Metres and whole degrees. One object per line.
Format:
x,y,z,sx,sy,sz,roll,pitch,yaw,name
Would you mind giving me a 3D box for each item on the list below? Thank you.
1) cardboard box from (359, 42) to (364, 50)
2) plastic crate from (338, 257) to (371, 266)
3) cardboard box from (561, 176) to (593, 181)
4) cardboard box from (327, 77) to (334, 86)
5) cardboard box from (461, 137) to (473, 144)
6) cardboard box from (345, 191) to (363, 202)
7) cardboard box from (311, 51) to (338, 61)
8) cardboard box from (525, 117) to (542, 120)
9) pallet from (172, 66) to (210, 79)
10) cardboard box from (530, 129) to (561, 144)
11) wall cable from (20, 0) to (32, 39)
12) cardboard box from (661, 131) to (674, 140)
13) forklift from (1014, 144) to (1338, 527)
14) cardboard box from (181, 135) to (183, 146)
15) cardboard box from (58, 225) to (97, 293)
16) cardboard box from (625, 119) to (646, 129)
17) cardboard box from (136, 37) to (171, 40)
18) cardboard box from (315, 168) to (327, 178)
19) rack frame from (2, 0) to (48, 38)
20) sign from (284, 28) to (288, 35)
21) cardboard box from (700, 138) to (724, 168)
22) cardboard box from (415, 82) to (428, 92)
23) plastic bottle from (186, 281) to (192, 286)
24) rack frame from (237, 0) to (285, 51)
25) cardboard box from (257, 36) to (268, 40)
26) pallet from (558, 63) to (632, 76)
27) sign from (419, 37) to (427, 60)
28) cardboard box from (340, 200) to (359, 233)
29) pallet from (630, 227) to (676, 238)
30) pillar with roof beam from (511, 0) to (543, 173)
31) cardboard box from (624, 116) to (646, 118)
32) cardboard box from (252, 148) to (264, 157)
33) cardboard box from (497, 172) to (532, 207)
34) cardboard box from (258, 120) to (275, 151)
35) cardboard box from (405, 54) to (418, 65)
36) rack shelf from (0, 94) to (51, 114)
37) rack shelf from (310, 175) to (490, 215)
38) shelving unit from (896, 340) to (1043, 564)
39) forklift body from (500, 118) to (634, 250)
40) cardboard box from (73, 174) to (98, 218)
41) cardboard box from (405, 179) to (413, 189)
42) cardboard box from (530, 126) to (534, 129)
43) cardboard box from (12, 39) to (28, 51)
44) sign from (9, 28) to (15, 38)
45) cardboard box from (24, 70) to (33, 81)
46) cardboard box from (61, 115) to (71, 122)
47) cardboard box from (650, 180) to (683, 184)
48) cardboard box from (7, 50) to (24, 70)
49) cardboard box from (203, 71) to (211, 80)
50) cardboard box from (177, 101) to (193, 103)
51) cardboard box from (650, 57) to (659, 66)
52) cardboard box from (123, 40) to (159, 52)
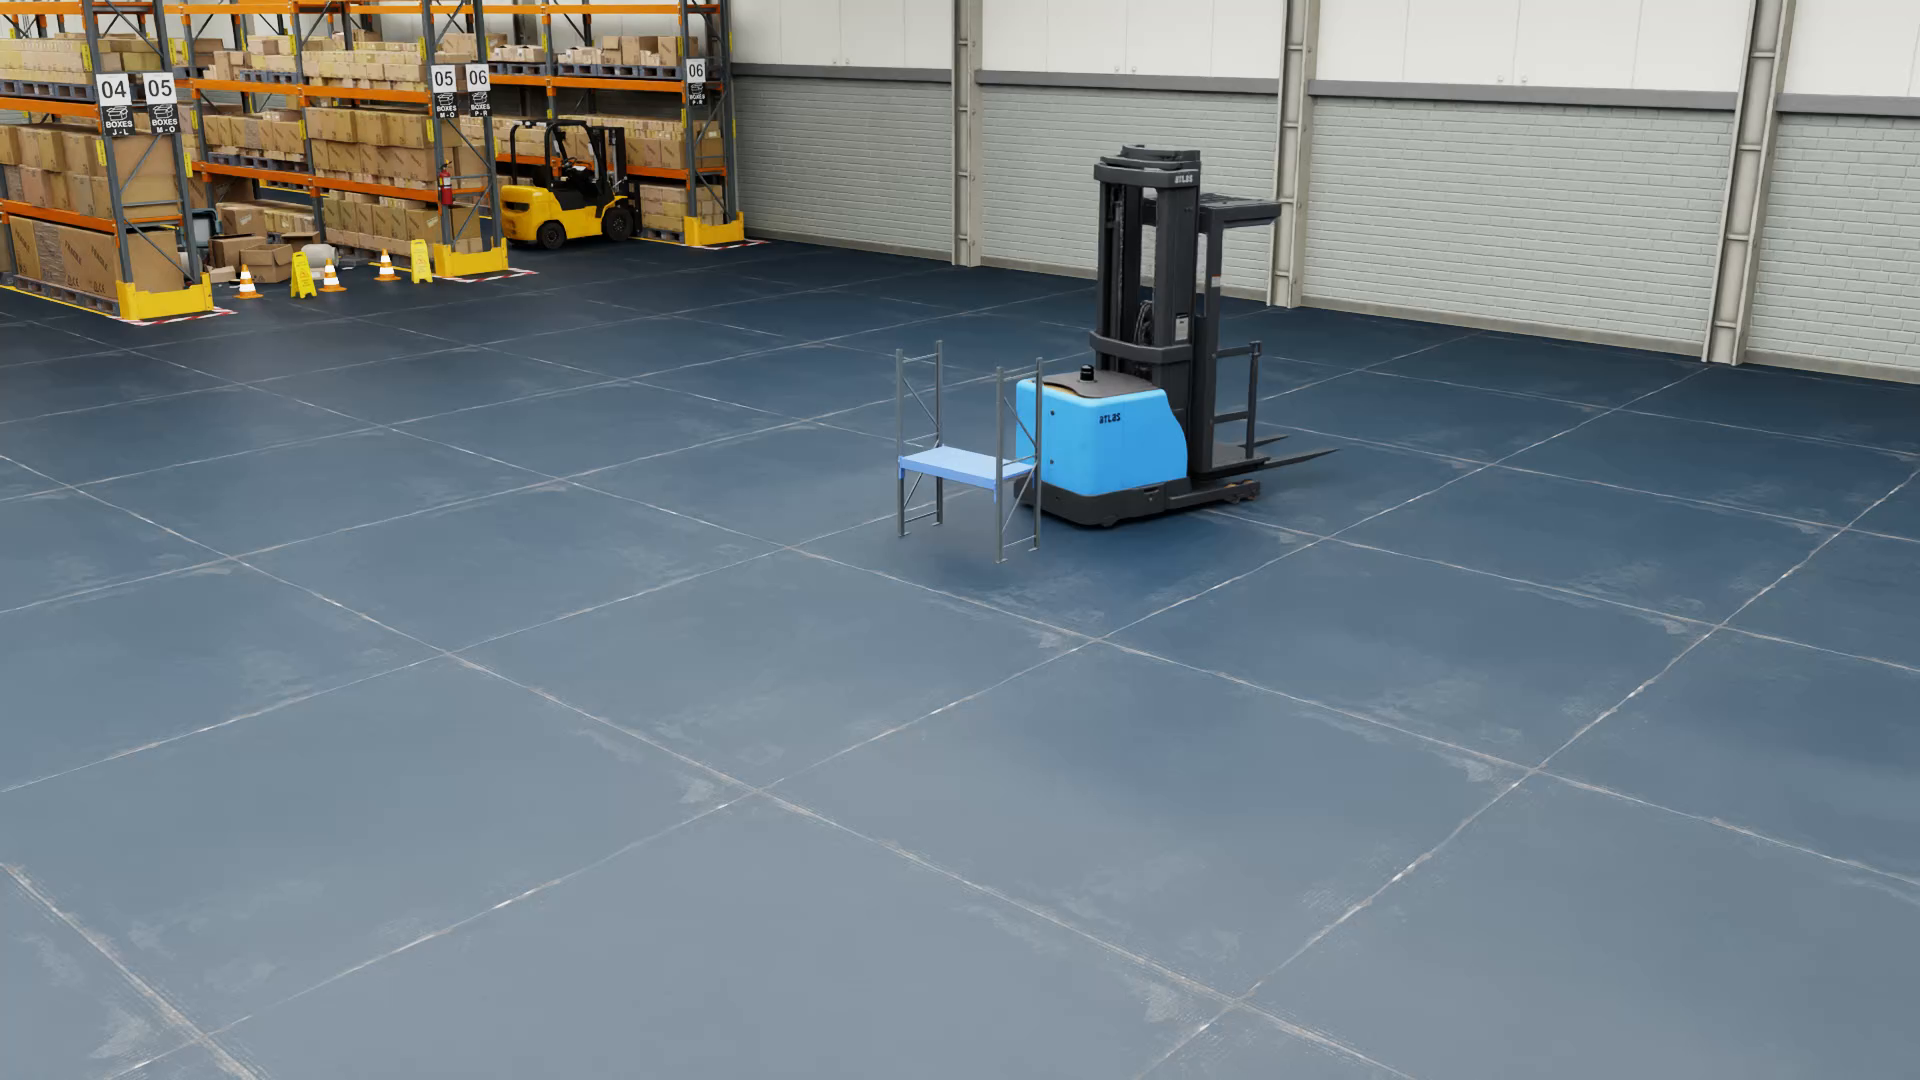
-12.647,-10.595,35.641,0.250,0.149,0.380,15,23,40,cardboard box
-10.107,-4.613,27.516,0.583,0.080,0.402,7,19,21,plastic crate
-7.291,-6.828,31.865,0.500,0.250,0.500,15,23,38,cardboard box
-10.249,-7.608,27.581,0.250,0.149,0.380,15,23,39,cardboard box
-9.894,-8.115,33.970,0.500,0.250,0.500,14,23,38,cardboard box
-10.035,-5.741,27.782,0.250,0.149,0.380,16,24,41,cardboard box
-10.504,-8.013,27.541,0.250,0.149,0.380,16,24,41,cardboard box
-8.484,-8.373,33.300,0.250,0.149,0.380,15,23,39,cardboard box
-14.245,-8.766,31.128,1.003,0.211,1.213,16,24,42,pallet
-7.982,-7.837,32.269,0.500,0.250,0.500,14,23,38,cardboard box
-21.775,-13.663,41.226,0.133,3.039,2.988,15,23,39,wall cable
-5.109,-7.234,29.710,0.250,0.149,0.380,16,23,40,cardboard box
1.956,-1.825,14.016,3.031,2.935,1.130,-12,21,-32,forklift
-14.645,-7.618,31.577,0.500,0.250,0.500,14,23,38,cardboard box
-12.165,-4.047,23.724,0.875,0.875,0.875,15,23,38,cardboard box
-5.882,-7.583,30.317,0.250,0.149,0.380,16,23,40,cardboard box
-15.239,-9.275,31.559,0.500,0.500,0.500,15,23,40,cardboard box
-10.714,-6.250,28.263,0.250,0.149,0.380,15,23,39,cardboard box
-13.947,-8.225,24.152,0.127,3.000,1.000,15,23,39,rack frame
-16.037,-12.012,39.581,0.005,0.325,0.100,15,23,39,sign
-4.639,-7.036,30.159,0.500,0.500,0.500,16,24,41,cardboard box
-8.197,-7.021,25.733,0.250,0.149,0.380,15,23,39,cardboard box
-11.655,-3.925,25.380,0.133,0.061,0.283,7,19,21,plastic bottle
-16.420,-12.898,38.878,0.127,3.000,1.000,15,23,39,rack frame
-15.887,-11.525,38.439,0.500,0.250,0.500,15,23,39,cardboard box
-6.790,-8.852,31.232,1.213,0.211,1.003,15,23,39,pallet
-8.128,-7.433,25.151,0.005,0.325,0.100,15,23,39,sign
-10.066,-5.468,27.996,0.500,0.500,0.500,16,24,41,cardboard box
-5.961,-5.886,31.311,1.213,0.211,1.003,15,23,39,pallet
-11.721,-10.260,30.565,0.400,9.000,9.100,15,23,39,pillar with roof beam
-6.069,-7.868,31.216,0.250,0.149,0.380,15,23,39,cardboard box
-12.432,-6.947,29.763,0.250,0.149,0.380,16,24,41,cardboard box
-8.981,-7.108,33.782,0.625,0.625,0.875,14,22,37,cardboard box
-11.988,-7.141,29.301,0.500,0.500,0.500,16,24,41,cardboard box
-8.361,-7.454,25.780,0.250,0.149,0.380,16,23,40,cardboard box
-15.443,-6.854,25.980,4.000,0.370,1.077,15,23,39,rack shelf
-9.241,-5.761,27.496,4.000,0.370,1.077,15,23,39,rack shelf
0.064,-0.698,12.831,1.048,1.500,0.538,15,23,39,shelving unit
-7.082,-6.390,29.690,1.214,2.155,2.313,15,23,39,forklift body
-11.688,-4.804,23.041,0.550,0.550,0.875,15,23,39,cardboard box
-8.607,-5.692,26.503,0.250,0.149,0.380,15,23,38,cardboard box
-8.201,-8.114,32.481,0.250,0.149,0.380,15,23,39,cardboard box
-12.947,-6.898,23.168,0.250,0.149,0.380,15,23,39,cardboard box
-20.085,-10.675,35.255,0.005,0.325,0.100,15,23,39,sign
-12.762,-6.468,23.130,0.250,0.149,0.380,15,23,40,cardboard box
-18.387,-8.975,34.615,0.500,0.500,0.500,15,23,39,cardboard box
-5.430,-6.534,30.941,0.500,0.250,0.500,15,23,39,cardboard box
-13.011,-6.750,23.359,0.500,0.250,0.500,15,23,39,cardboard box
-13.606,-8.517,30.447,0.250,0.149,0.380,15,23,39,cardboard box
-15.064,-8.294,32.470,0.500,0.500,0.500,16,23,40,cardboard box
-5.274,-8.482,29.476,0.250,0.149,0.380,14,22,38,cardboard box
-10.993,-6.639,22.352,0.250,0.149,0.380,15,23,40,cardboard box
